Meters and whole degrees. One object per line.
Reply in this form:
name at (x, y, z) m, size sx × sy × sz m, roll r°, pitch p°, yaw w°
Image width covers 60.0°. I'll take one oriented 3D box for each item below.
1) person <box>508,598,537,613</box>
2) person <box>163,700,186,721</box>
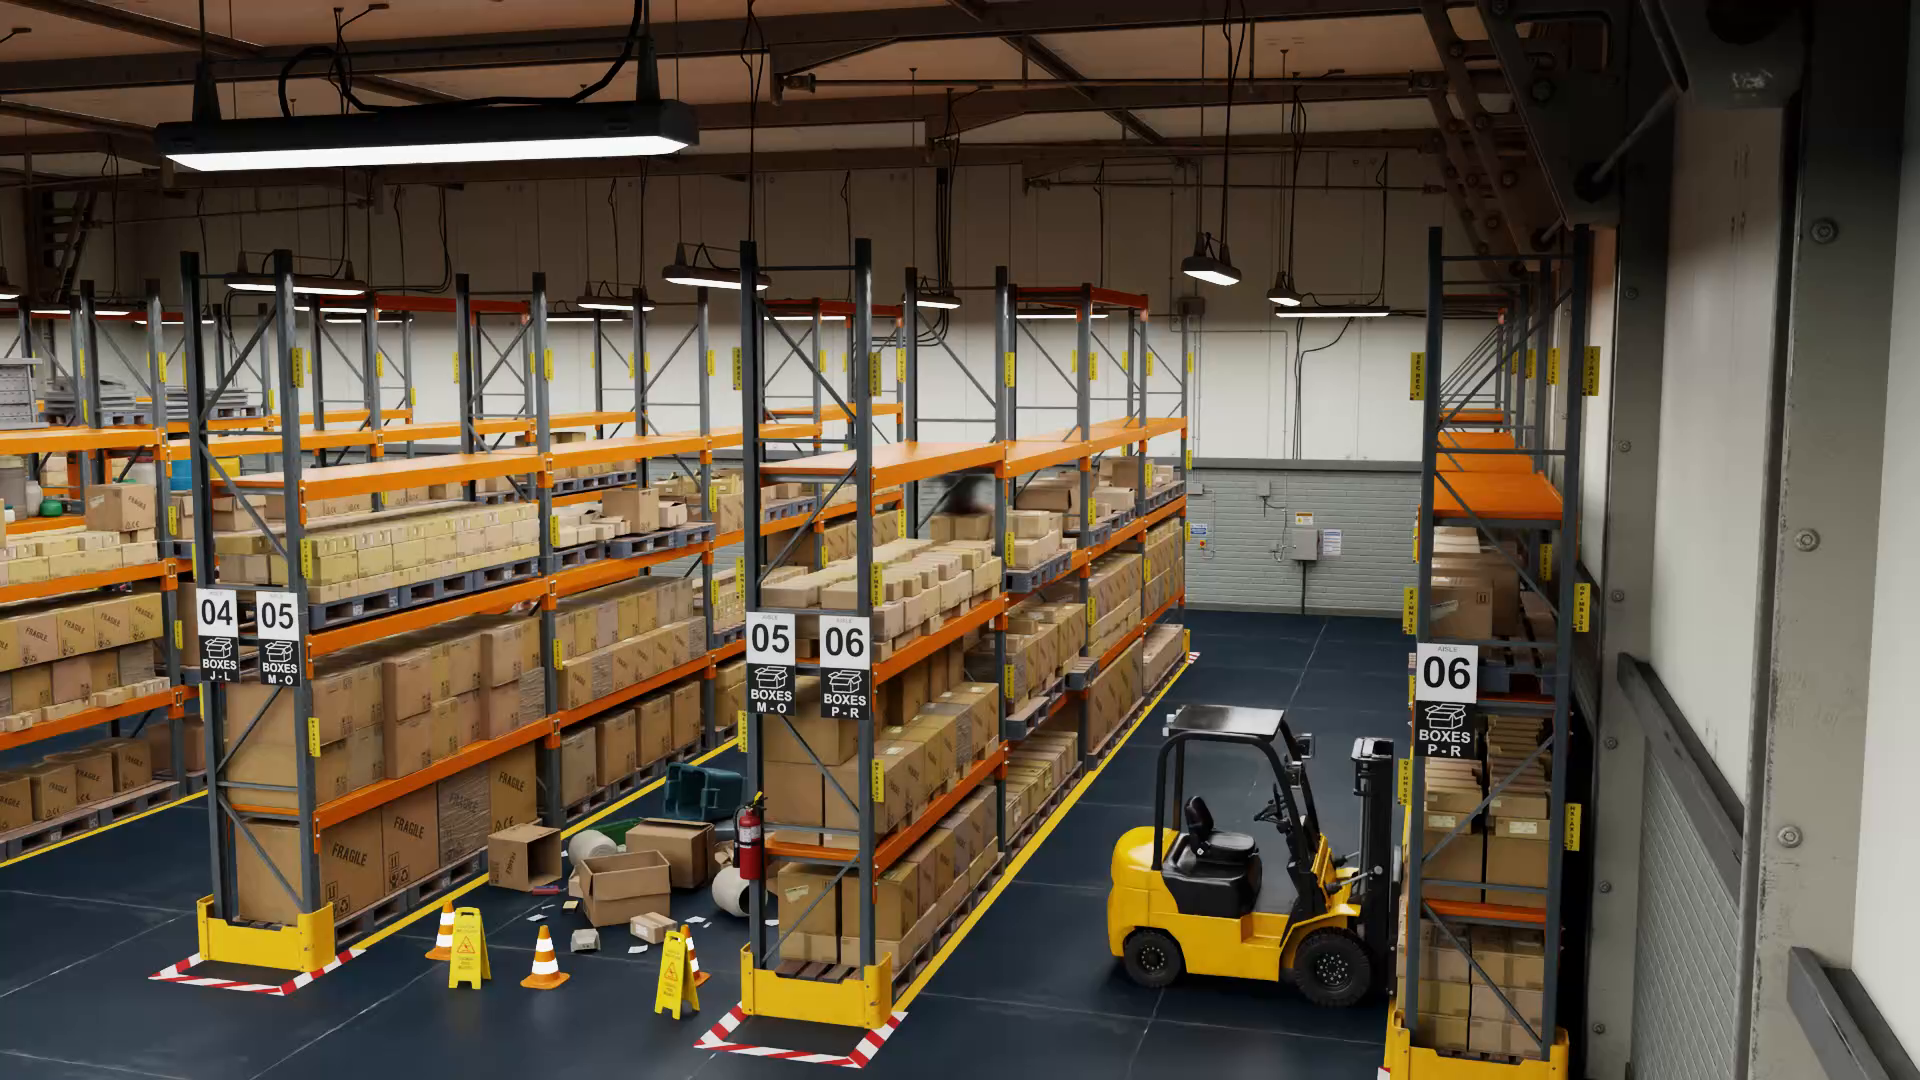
person at (-6.442, 1.565, 24.769) m, size 0.748 × 1.813 × 0.877 m, roll 2°, pitch 7°, yaw 16°
person at (-10.295, 1.836, 21.819) m, size 0.392 × 1.769 × 0.627 m, roll 1°, pitch 6°, yaw 5°
